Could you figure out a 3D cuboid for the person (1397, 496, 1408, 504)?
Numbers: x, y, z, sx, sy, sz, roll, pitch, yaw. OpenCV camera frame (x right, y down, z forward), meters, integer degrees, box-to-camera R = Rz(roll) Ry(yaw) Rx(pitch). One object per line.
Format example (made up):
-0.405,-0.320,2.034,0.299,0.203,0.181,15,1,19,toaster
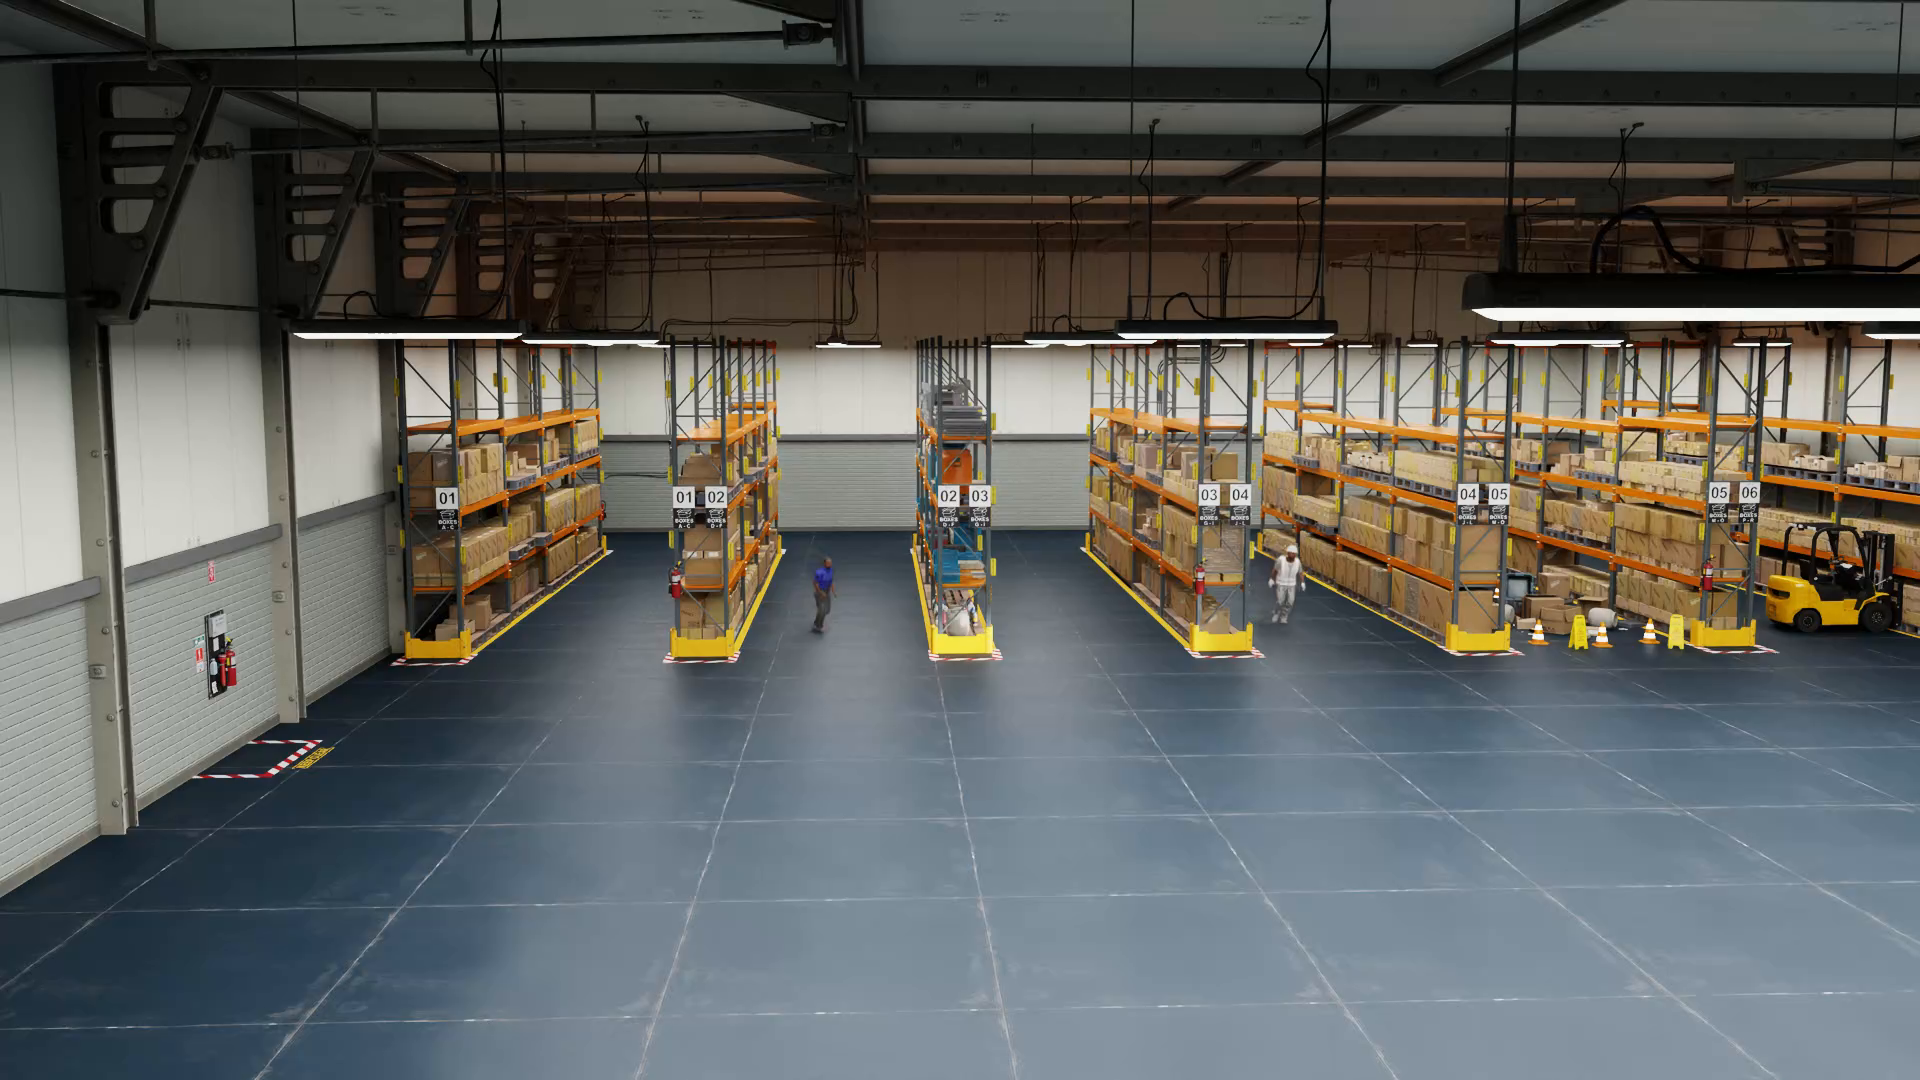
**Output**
12.960,-0.776,49.445,0.989,1.773,0.697,0,6,2,person

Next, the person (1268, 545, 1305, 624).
6.827,0.929,34.660,0.648,1.683,0.675,-1,7,-9,person

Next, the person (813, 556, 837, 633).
-2.827,1.099,33.955,0.753,1.593,0.573,6,9,43,person

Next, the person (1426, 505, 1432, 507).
12.070,-0.005,42.714,0.629,1.780,0.930,-2,7,-21,person
